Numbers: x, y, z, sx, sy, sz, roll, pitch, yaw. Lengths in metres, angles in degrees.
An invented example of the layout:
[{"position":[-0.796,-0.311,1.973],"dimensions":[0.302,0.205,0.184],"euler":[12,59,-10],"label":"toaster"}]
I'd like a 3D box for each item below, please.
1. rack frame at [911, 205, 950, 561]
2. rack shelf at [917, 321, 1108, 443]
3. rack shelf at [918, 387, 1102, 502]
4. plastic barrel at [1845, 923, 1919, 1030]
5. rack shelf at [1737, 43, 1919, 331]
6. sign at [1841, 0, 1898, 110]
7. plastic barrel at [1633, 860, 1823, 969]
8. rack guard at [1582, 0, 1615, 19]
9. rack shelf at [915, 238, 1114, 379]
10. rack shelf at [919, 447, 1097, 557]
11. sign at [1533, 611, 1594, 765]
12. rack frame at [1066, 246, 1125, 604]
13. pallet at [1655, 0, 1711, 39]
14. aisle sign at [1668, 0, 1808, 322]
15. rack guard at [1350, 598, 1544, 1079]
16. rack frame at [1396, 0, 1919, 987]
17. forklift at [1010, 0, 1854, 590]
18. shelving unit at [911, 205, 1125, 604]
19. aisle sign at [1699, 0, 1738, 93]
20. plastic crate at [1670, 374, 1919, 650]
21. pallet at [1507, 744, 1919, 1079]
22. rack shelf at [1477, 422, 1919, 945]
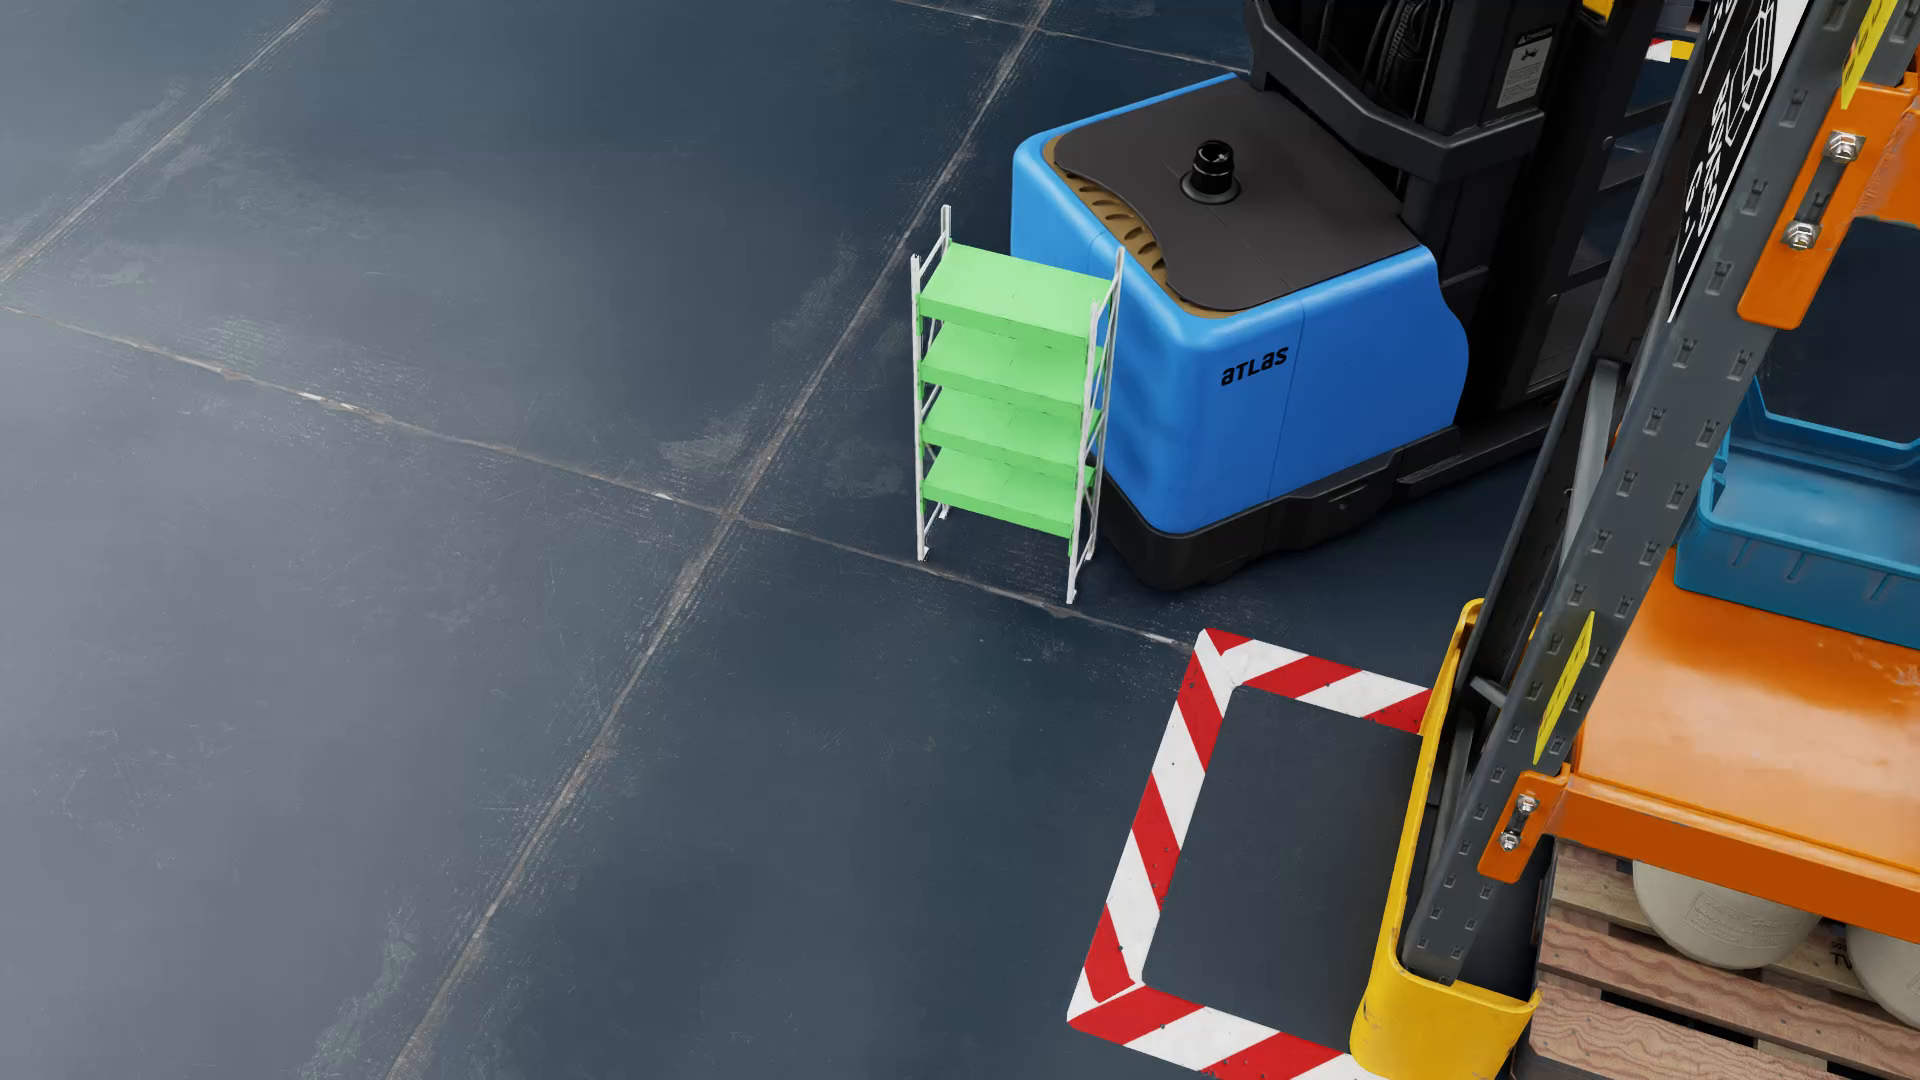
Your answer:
[{"position":[-0.080,-0.414,4.812],"dimensions":[0.015,1.200,0.240],"euler":[16,51,13],"label":"rack frame"},{"position":[0.149,-0.464,4.624],"dimensions":[0.480,0.148,0.258],"euler":[16,51,13],"label":"rack shelf"},{"position":[0.148,-0.307,4.805],"dimensions":[0.480,0.148,0.258],"euler":[16,51,13],"label":"rack shelf"},{"position":[2.345,0.887,3.865],"dimensions":[0.421,0.512,0.421],"euler":[0,49,0],"label":"plastic barrel"},{"position":[3.107,-0.263,1.984],"dimensions":[4.000,0.370,1.077],"euler":[16,51,13],"label":"rack shelf"},{"position":[1.036,-0.636,1.826],"dimensions":[0.005,0.325,0.100],"euler":[16,51,13],"label":"sign"},{"position":[1.875,0.756,3.979],"dimensions":[0.421,0.512,0.421],"euler":[0,49,0],"label":"plastic barrel"},{"position":[2.928,-2.738,7.292],"dimensions":[0.348,0.500,1.175],"euler":[16,51,13],"label":"rack guard"},{"position":[0.150,-0.622,4.443],"dimensions":[0.480,0.148,0.258],"euler":[16,51,13],"label":"rack shelf"},{"position":[0.147,-0.149,4.986],"dimensions":[0.480,0.148,0.258],"euler":[16,51,13],"label":"rack shelf"},{"position":[1.036,0.258,2.858],"dimensions":[0.005,0.325,0.100],"euler":[16,51,13],"label":"sign"},{"position":[0.377,-0.283,4.701],"dimensions":[0.015,1.200,0.240],"euler":[16,51,13],"label":"rack frame"},{"position":[3.683,-2.466,7.248],"dimensions":[1.213,0.211,1.003],"euler":[16,51,13],"label":"pallet"},{"position":[1.062,-0.703,2.154],"dimensions":[0.004,0.787,0.394],"euler":[16,51,13],"label":"aisle sign"},{"position":[1.318,0.765,4.256],"dimensions":[0.348,0.500,1.175],"euler":[16,51,13],"label":"rack guard"},{"position":[1.231,-0.040,3.300],"dimensions":[0.127,3.000,1.000],"euler":[16,51,13],"label":"rack frame"},{"position":[1.688,-1.614,4.709],"dimensions":[3.031,2.935,1.130],"euler":[-22,52,-18],"label":"forklift"},{"position":[0.148,-0.349,4.757],"dimensions":[0.503,1.200,0.258],"euler":[16,51,13],"label":"shelving unit"},{"position":[1.266,-1.121,2.516],"dimensions":[0.004,0.787,0.394],"euler":[16,51,13],"label":"aisle sign"},{"position":[1.804,-0.072,3.426],"dimensions":[0.616,0.251,0.499],"euler":[16,51,13],"label":"plastic crate"},{"position":[2.079,1.076,4.177],"dimensions":[1.213,0.211,1.003],"euler":[16,51,13],"label":"pallet"},{"position":[3.107,0.719,3.118],"dimensions":[4.000,0.370,1.077],"euler":[16,51,13],"label":"rack shelf"}]
